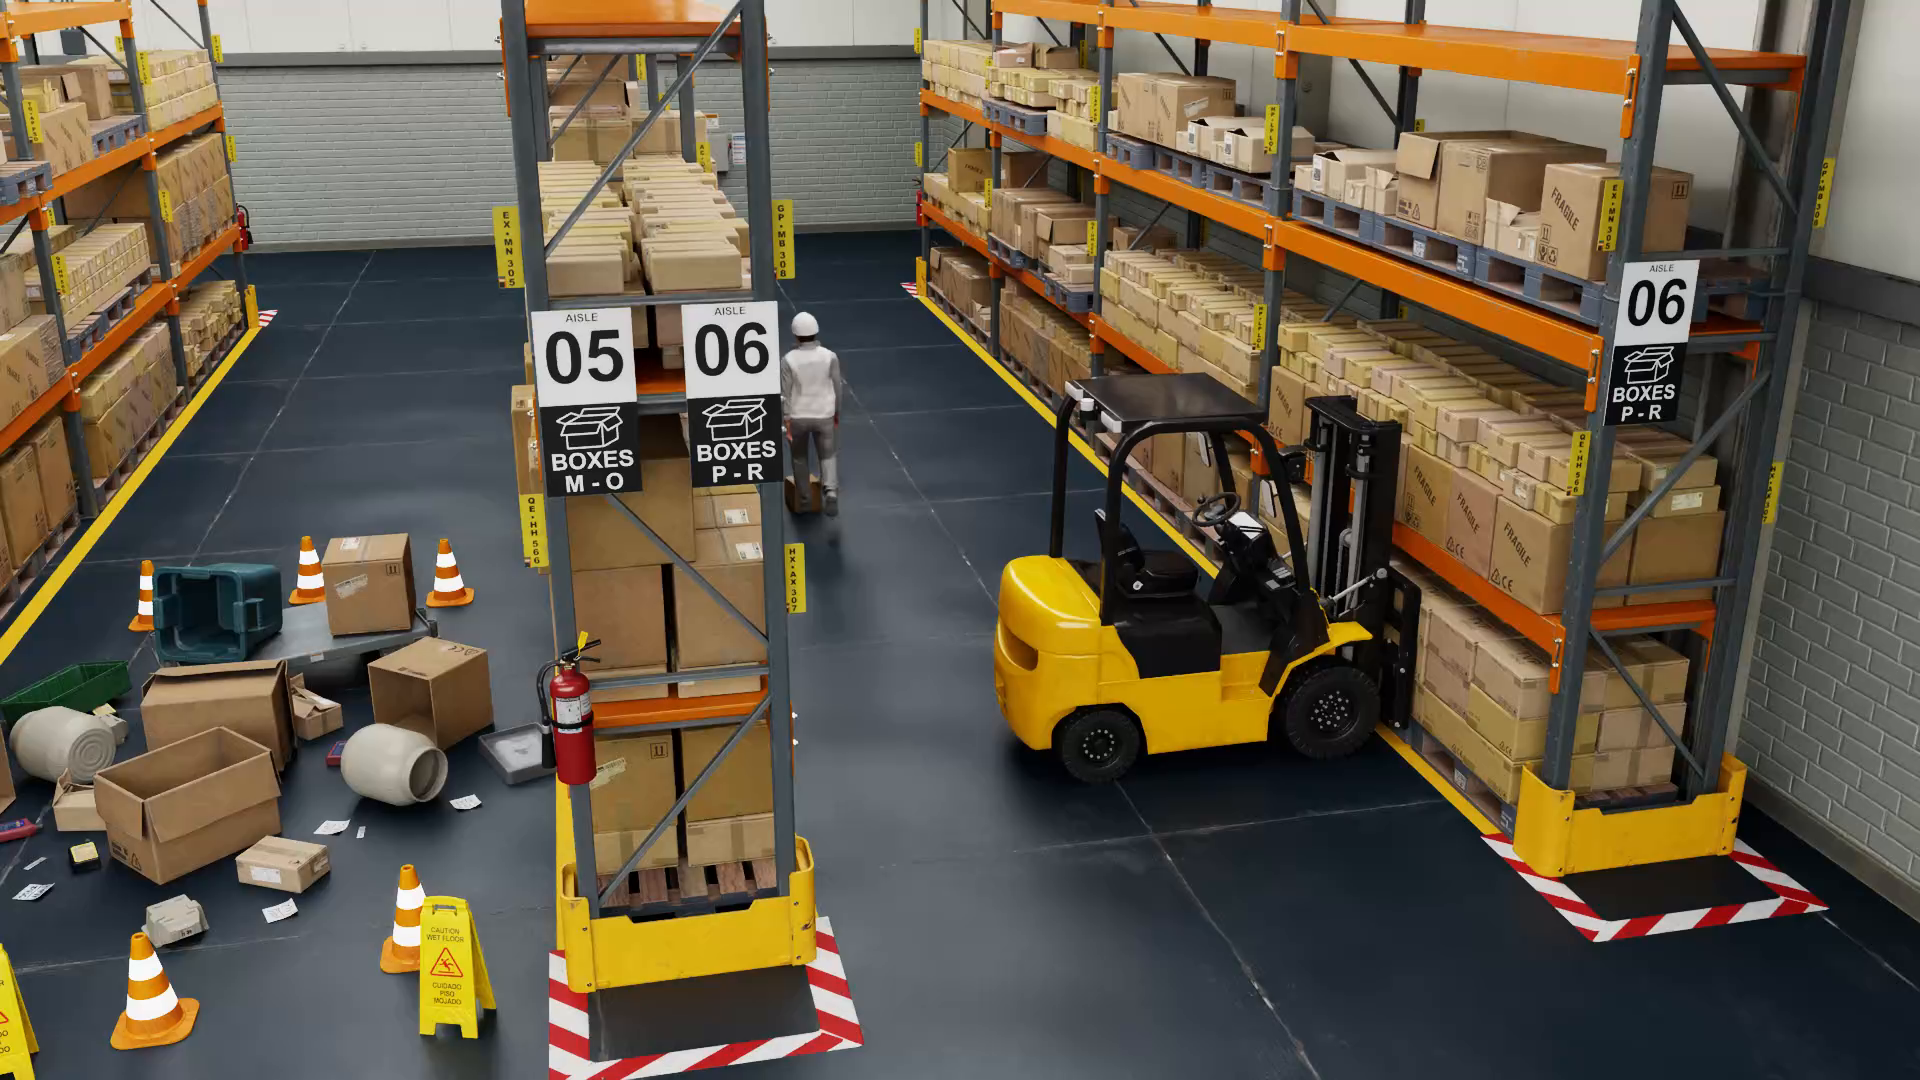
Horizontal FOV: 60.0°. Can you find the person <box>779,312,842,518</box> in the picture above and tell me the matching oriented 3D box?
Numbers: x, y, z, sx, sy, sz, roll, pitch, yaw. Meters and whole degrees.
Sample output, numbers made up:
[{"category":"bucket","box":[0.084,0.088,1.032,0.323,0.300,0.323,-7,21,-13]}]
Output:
[{"category":"person","box":[-1.244,-1.039,13.945,0.540,1.749,0.812,-4,20,-10]}]
